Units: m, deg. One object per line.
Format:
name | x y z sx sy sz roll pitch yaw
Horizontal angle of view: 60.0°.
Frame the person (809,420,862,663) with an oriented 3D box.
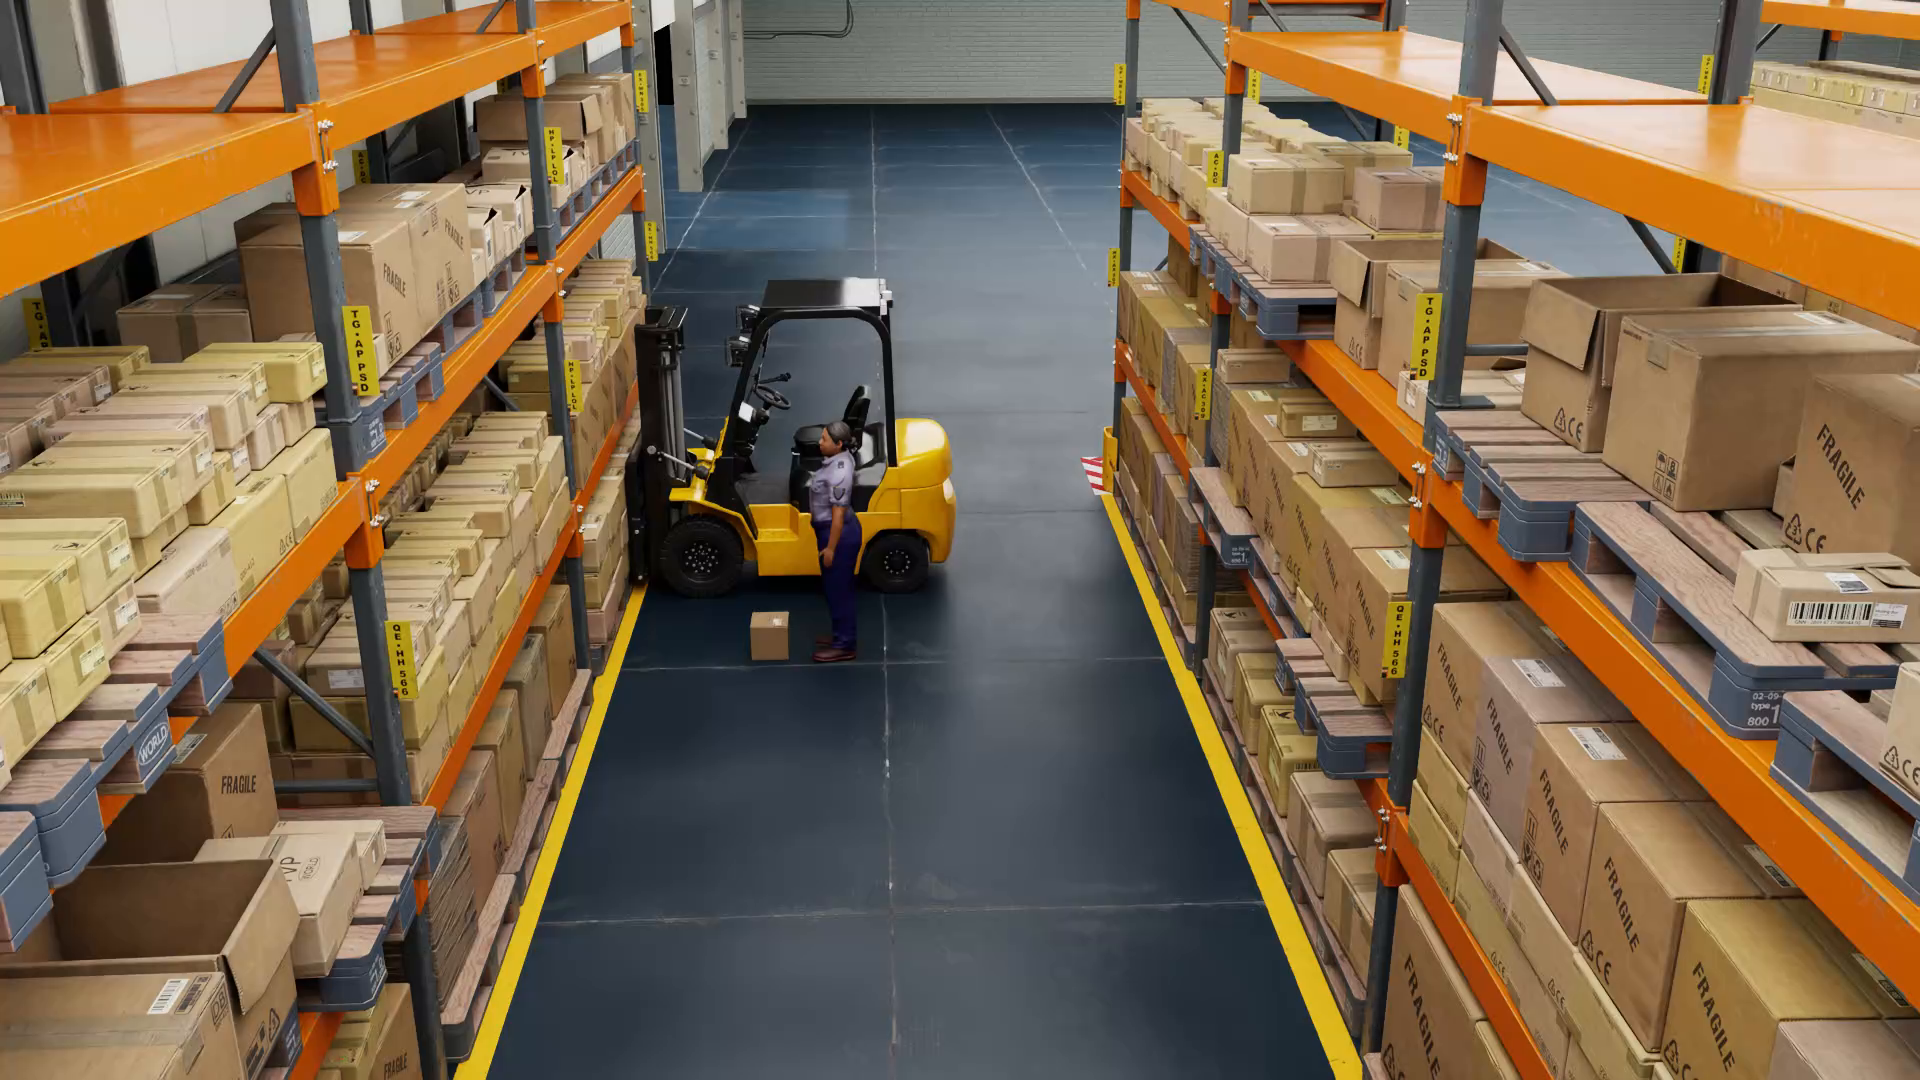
person | -0.832 0.001 11.103 0.357 1.661 0.474 -1 21 -2
